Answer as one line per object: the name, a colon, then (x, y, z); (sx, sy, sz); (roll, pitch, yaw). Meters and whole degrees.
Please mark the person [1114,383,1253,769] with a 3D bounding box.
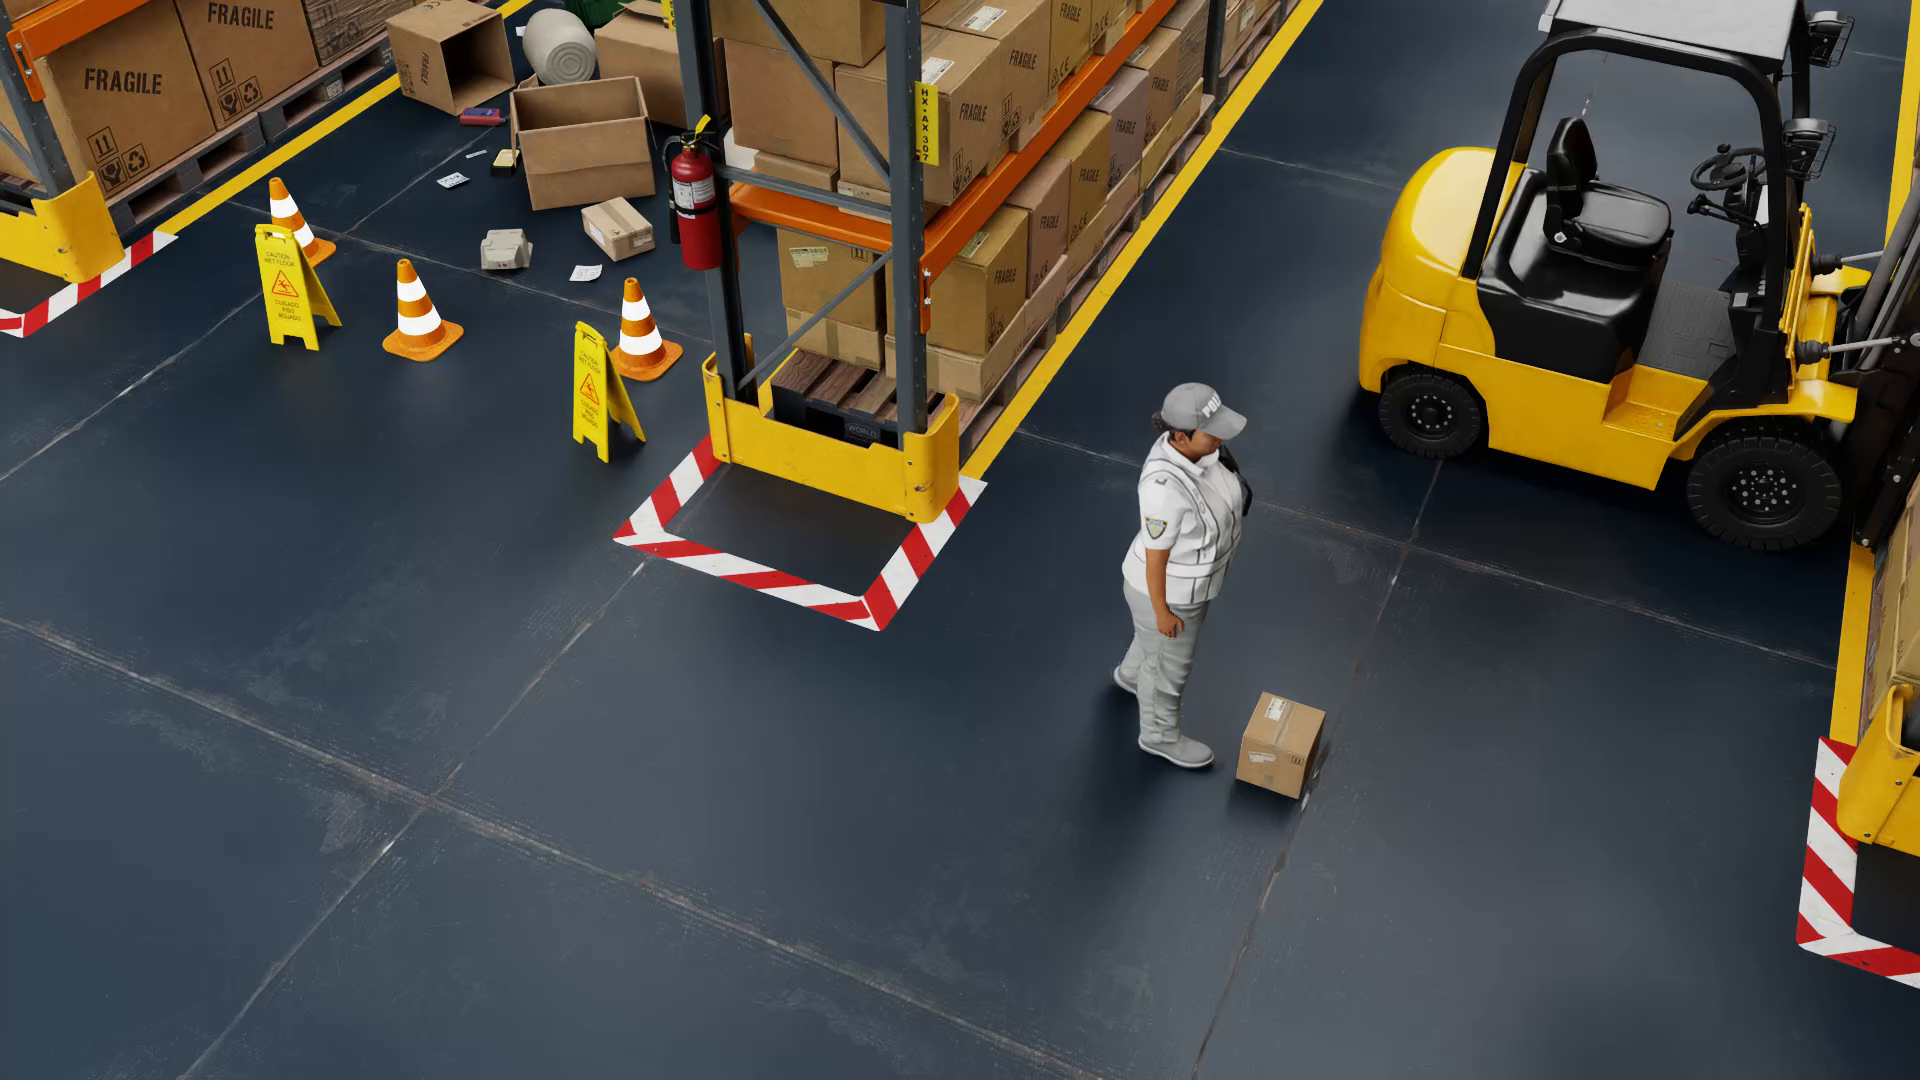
person: (0.797, 0.141, 6.033); (0.491, 1.707, 0.480); (18, 45, 19)
